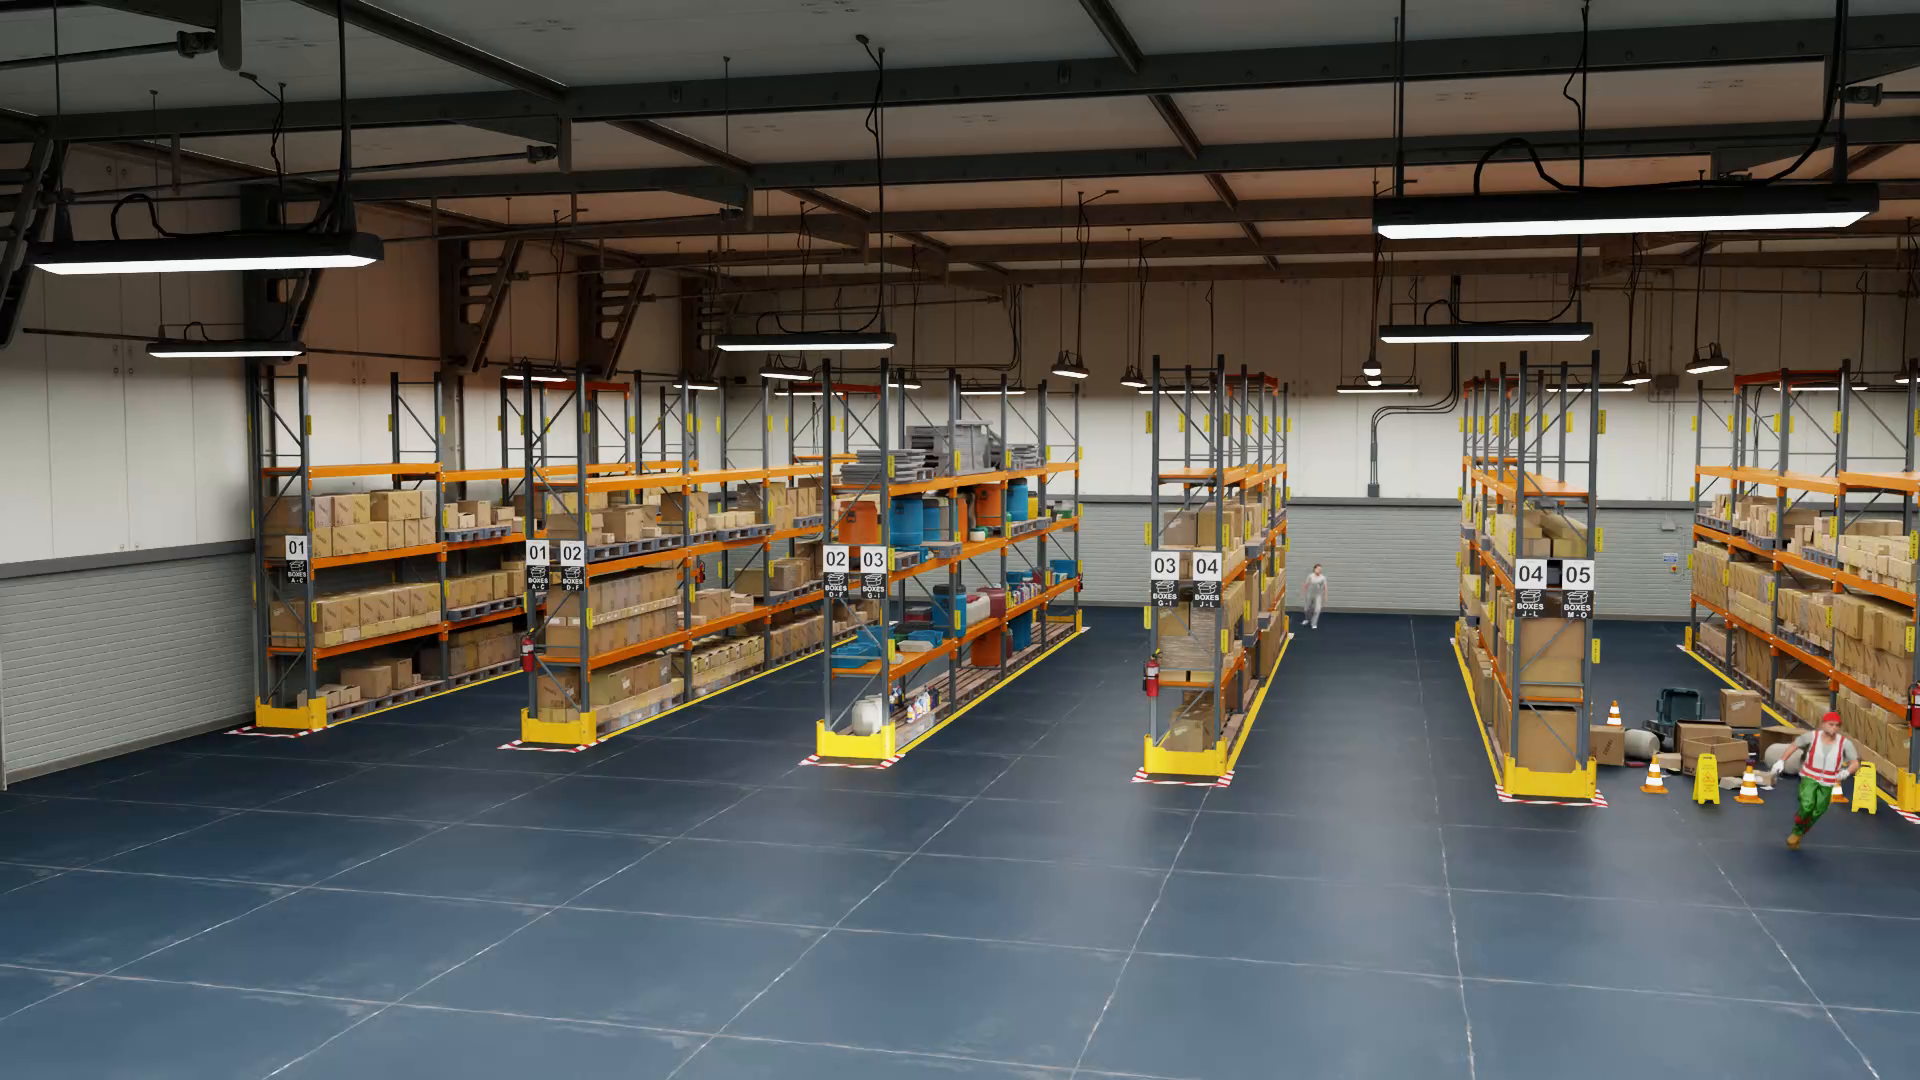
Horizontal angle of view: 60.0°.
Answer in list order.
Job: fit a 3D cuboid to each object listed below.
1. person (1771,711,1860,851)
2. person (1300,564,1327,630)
[{"bbox_3d":[10.019,2.829,19.418,0.846,1.689,0.715,1,4,11],"label":"person"},{"bbox_3d":[8.712,1.374,40.925,0.652,1.612,0.703,1,4,14],"label":"person"}]
